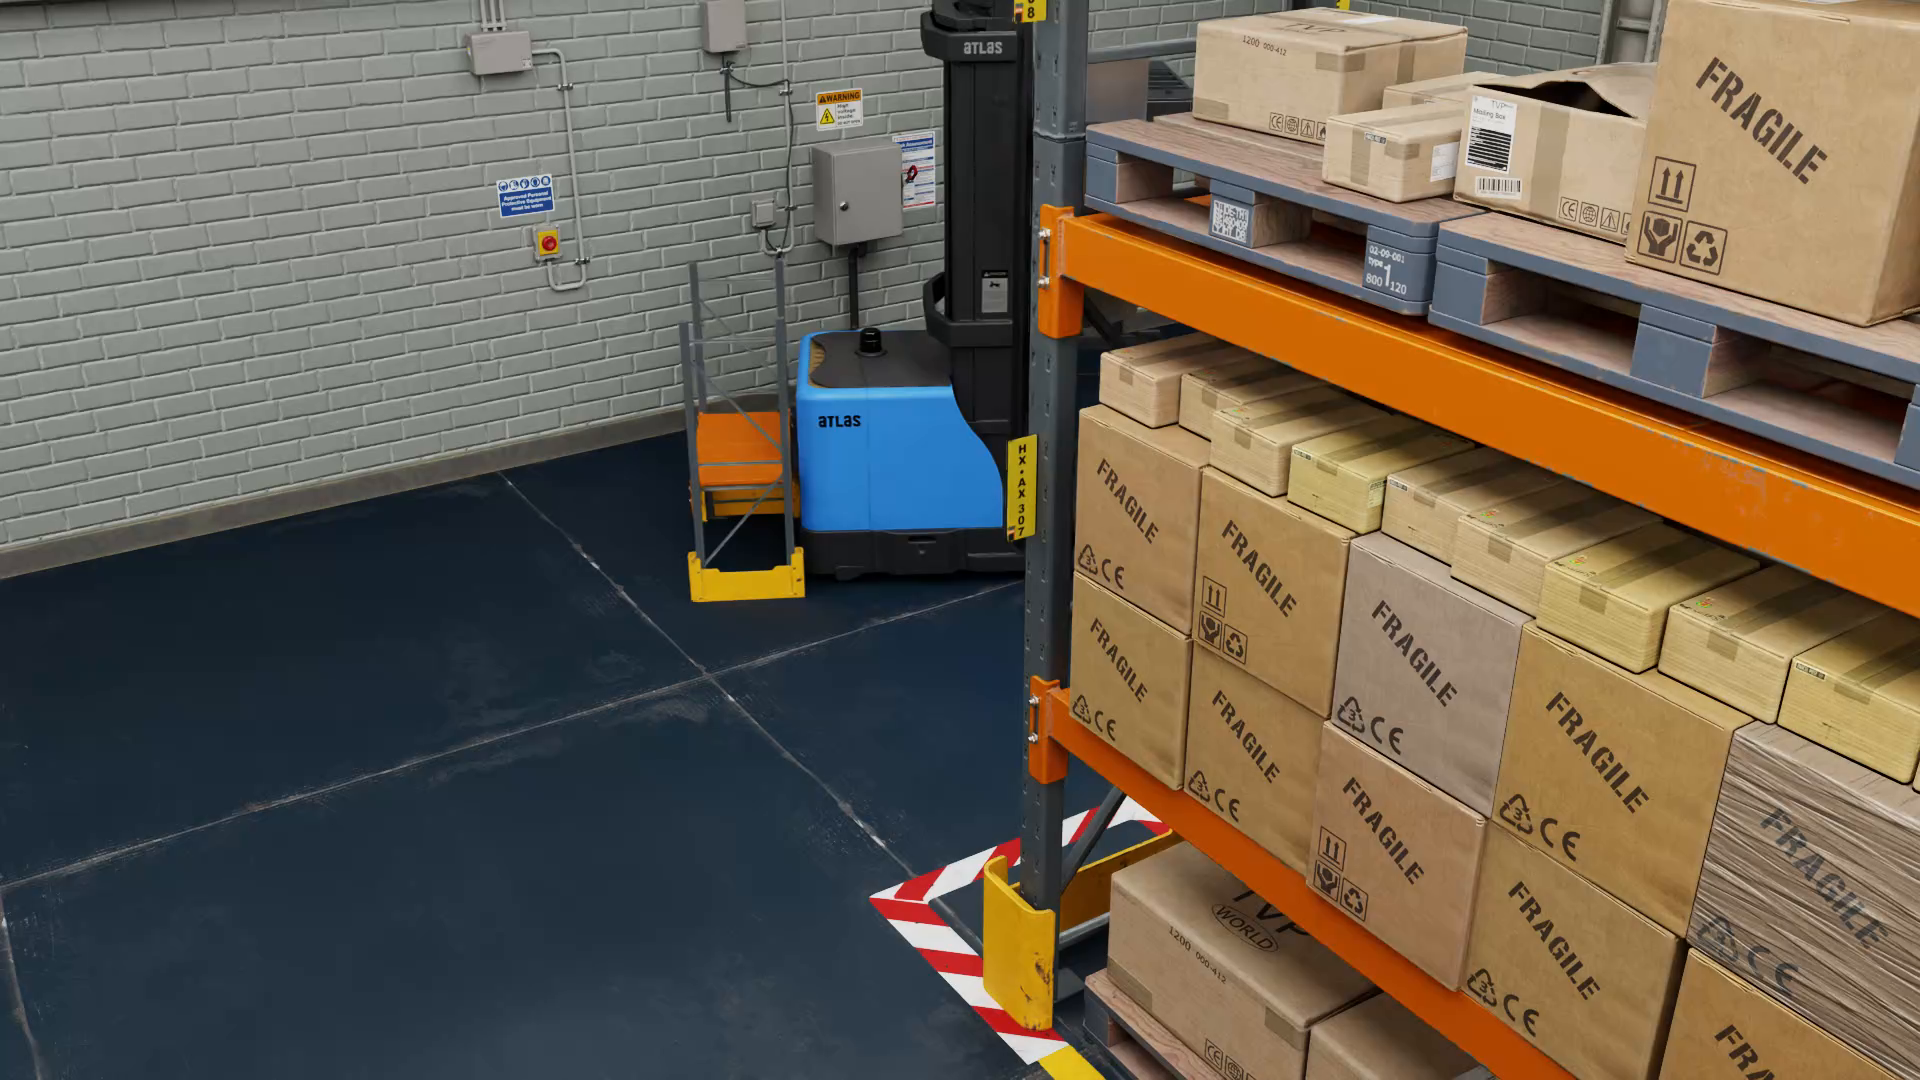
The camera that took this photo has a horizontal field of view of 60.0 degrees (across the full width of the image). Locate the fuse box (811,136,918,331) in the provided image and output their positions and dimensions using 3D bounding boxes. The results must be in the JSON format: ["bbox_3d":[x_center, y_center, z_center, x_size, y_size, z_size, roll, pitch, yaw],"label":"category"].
[{"bbox_3d":[-0.605,-1.719,10.887,0.539,1.711,0.414,-16,29,-30],"label":"fuse box"}]

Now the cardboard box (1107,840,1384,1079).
[{"bbox_3d":[1.097,1.329,5.431,0.875,0.438,0.875,-17,30,-31],"label":"cardboard box"}]

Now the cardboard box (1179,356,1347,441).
[{"bbox_3d":[0.817,-0.375,4.482,0.380,0.149,0.250,-15,29,-28],"label":"cardboard box"}]

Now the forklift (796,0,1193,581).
[{"bbox_3d":[0.646,-1.342,8.660,3.031,2.935,1.130,-2,25,-3],"label":"forklift"}]

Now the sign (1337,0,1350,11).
[{"bbox_3d":[1.115,-1.695,4.870,0.100,0.325,0.005,-16,29,-30],"label":"sign"}]

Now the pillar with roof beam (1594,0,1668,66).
[{"bbox_3d":[0.486,-3.895,6.960,9.100,9.000,0.400,-16,29,-30],"label":"pillar with roof beam"}]

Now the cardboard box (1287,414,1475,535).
[{"bbox_3d":[1.022,-0.165,4.038,0.380,0.149,0.250,-17,30,-31],"label":"cardboard box"}]

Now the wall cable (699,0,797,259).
[{"bbox_3d":[-1.263,-2.658,10.178,0.588,1.984,0.122,-16,29,-30],"label":"wall cable"}]

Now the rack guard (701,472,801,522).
[{"bbox_3d":[-1.197,-0.245,9.476,0.587,0.250,0.087,-2,25,-5],"label":"rack guard"}]

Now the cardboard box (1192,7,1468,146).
[{"bbox_3d":[0.974,-1.237,4.409,0.500,0.250,0.500,-19,31,-34],"label":"cardboard box"}]

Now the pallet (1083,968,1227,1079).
[{"bbox_3d":[1.155,1.676,5.453,1.003,0.211,1.213,-16,29,-30],"label":"pallet"}]

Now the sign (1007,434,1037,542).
[{"bbox_3d":[0.185,-0.153,4.954,0.100,0.325,0.005,-16,29,-30],"label":"sign"}]

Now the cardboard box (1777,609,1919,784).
[{"bbox_3d":[1.757,0.279,3.097,0.380,0.149,0.250,-16,30,-31],"label":"cardboard box"}]

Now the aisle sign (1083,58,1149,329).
[{"bbox_3d":[0.371,-0.987,4.781,0.394,0.787,0.004,-16,29,-30],"label":"aisle sign"}]

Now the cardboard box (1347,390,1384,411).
[{"bbox_3d":[1.175,-0.477,4.698,0.380,0.149,0.250,-15,29,-29],"label":"cardboard box"}]

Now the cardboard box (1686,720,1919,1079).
[{"bbox_3d":[1.792,0.613,3.150,0.500,0.500,0.500,-15,29,-29],"label":"cardboard box"}]

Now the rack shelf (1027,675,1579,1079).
[{"bbox_3d":[1.745,1.188,4.063,1.077,0.370,4.000,-16,29,-30],"label":"rack shelf"}]

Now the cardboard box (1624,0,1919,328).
[{"bbox_3d":[1.628,-0.734,3.051,0.500,0.500,0.500,-15,29,-29],"label":"cardboard box"}]

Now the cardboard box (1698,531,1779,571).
[{"bbox_3d":[1.887,-0.020,3.731,0.380,0.149,0.250,-14,29,-28],"label":"cardboard box"}]

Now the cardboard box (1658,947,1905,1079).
[{"bbox_3d":[1.797,1.067,3.359,0.500,0.500,0.500,-16,30,-30],"label":"cardboard box"}]

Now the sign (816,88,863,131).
[{"bbox_3d":[-0.765,-2.736,10.565,0.339,0.242,0.001,-16,29,-30],"label":"sign"}]

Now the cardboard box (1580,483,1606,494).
[{"bbox_3d":[1.573,-0.194,4.100,0.380,0.149,0.250,-16,30,-30],"label":"cardboard box"}]

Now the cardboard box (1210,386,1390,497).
[{"bbox_3d":[0.863,-0.255,4.229,0.380,0.149,0.250,-15,29,-28],"label":"cardboard box"}]

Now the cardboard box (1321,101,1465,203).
[{"bbox_3d":[1.054,-0.888,3.789,0.380,0.149,0.250,-14,29,-28],"label":"cardboard box"}]

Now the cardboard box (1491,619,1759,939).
[{"bbox_3d":[1.525,0.431,3.534,0.500,0.500,0.500,-15,29,-29],"label":"cardboard box"}]

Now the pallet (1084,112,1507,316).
[{"bbox_3d":[1.067,-0.906,4.246,1.003,0.211,1.213,-16,29,-30],"label":"pallet"}]

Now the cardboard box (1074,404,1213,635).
[{"bbox_3d":[0.676,-0.112,4.686,0.500,0.500,0.500,-16,30,-31],"label":"cardboard box"}]

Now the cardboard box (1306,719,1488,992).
[{"bbox_3d":[1.236,0.701,4.134,0.500,0.500,0.500,-16,29,-30],"label":"cardboard box"}]

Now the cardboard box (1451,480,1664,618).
[{"bbox_3d":[1.310,0.015,3.656,0.380,0.149,0.250,-15,29,-29],"label":"cardboard box"}]

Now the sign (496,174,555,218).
[{"bbox_3d":[-2.519,-1.997,9.650,0.327,0.218,0.001,-16,29,-30],"label":"sign"}]

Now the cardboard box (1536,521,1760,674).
[{"bbox_3d":[1.426,0.112,3.450,0.380,0.149,0.250,-16,30,-31],"label":"cardboard box"}]

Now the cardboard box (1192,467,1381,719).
[{"bbox_3d":[0.964,0.071,4.298,0.500,0.500,0.500,-16,30,-31],"label":"cardboard box"}]

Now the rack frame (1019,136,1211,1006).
[{"bbox_3d":[0.653,0.147,5.425,1.000,3.000,0.127,-16,29,-30],"label":"rack frame"}]

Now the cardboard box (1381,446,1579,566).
[{"bbox_3d":[1.210,-0.084,3.865,0.380,0.149,0.250,-15,29,-29],"label":"cardboard box"}]

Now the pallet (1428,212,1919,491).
[{"bbox_3d":[1.737,-0.470,3.321,1.003,0.211,1.213,-16,29,-30],"label":"pallet"}]

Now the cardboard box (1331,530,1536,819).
[{"bbox_3d":[1.252,0.253,3.912,0.500,0.500,0.500,-16,30,-30],"label":"cardboard box"}]

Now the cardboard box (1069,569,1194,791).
[{"bbox_3d":[0.674,0.340,4.898,0.500,0.500,0.500,-16,30,-30],"label":"cardboard box"}]

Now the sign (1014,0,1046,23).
[{"bbox_3d":[0.185,-1.513,4.312,0.100,0.325,0.005,-16,29,-30],"label":"sign"}]

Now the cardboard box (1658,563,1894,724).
[{"bbox_3d":[1.610,0.195,3.276,0.380,0.149,0.250,-16,29,-30],"label":"cardboard box"}]

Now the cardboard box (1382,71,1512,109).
[{"bbox_3d":[1.270,-1.060,4.152,0.380,0.149,0.250,-18,31,-33],"label":"cardboard box"}]

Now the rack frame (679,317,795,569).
[{"bbox_3d":[-1.096,-0.379,8.295,0.500,1.500,0.032,-2,25,-5],"label":"rack frame"}]

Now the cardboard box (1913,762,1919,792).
[{"bbox_3d":[1.901,0.372,2.899,0.380,0.149,0.250,-16,30,-30],"label":"cardboard box"}]

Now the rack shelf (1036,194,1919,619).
[{"bbox_3d":[1.745,-0.169,3.423,1.077,0.370,4.000,-16,29,-30],"label":"rack shelf"}]

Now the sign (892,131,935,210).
[{"bbox_3d":[-0.305,-2.448,11.033,0.329,0.494,0.001,-16,29,-30],"label":"sign"}]

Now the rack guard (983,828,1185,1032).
[{"bbox_3d":[0.640,1.269,5.977,1.175,0.500,0.348,-16,29,-30],"label":"rack guard"}]

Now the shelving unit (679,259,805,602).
[{"bbox_3d":[-1.148,-0.599,8.761,0.587,1.500,1.083,-2,25,-5],"label":"shelving unit"}]

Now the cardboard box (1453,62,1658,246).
[{"bbox_3d":[1.428,-0.857,3.534,0.500,0.311,0.500,-15,29,-29],"label":"cardboard box"}]

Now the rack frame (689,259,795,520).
[{"bbox_3d":[-1.198,-0.811,9.210,0.500,1.500,0.032,-2,25,-5],"label":"rack frame"}]

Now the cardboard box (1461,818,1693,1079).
[{"bbox_3d":[1.524,0.876,3.763,0.500,0.500,0.500,-14,29,-28],"label":"cardboard box"}]

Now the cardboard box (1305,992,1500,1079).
[{"bbox_3d":[1.603,1.654,4.742,0.875,0.438,0.875,-15,29,-28],"label":"cardboard box"}]

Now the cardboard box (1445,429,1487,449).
[{"bbox_3d":[1.490,-0.304,4.333,0.380,0.149,0.250,-15,29,-28],"label":"cardboard box"}]

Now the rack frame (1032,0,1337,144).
[{"bbox_3d":[0.653,-2.566,4.144,1.000,3.000,0.127,-16,29,-30],"label":"rack frame"}]

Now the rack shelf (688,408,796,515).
[{"bbox_3d":[-1.147,-0.432,8.830,0.538,0.185,1.000,-2,25,-5],"label":"rack shelf"}]

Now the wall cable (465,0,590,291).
[{"bbox_3d":[-2.445,-2.338,9.462,0.585,1.953,0.123,-16,29,-30],"label":"wall cable"}]

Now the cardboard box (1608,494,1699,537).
[{"bbox_3d":[1.759,-0.118,3.939,0.380,0.149,0.250,-15,29,-28],"label":"cardboard box"}]

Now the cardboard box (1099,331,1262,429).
[{"bbox_3d":[0.615,-0.452,4.646,0.380,0.149,0.250,-15,29,-29],"label":"cardboard box"}]

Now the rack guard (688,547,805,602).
[{"bbox_3d":[-1.098,0.178,8.580,0.587,0.250,0.087,-2,25,-5],"label":"rack guard"}]

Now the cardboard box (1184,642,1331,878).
[{"bbox_3d":[0.974,0.515,4.529,0.500,0.500,0.500,-16,30,-30],"label":"cardboard box"}]

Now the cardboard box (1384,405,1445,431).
[{"bbox_3d":[1.387,-0.404,4.544,0.380,0.149,0.250,-16,30,-30],"label":"cardboard box"}]
